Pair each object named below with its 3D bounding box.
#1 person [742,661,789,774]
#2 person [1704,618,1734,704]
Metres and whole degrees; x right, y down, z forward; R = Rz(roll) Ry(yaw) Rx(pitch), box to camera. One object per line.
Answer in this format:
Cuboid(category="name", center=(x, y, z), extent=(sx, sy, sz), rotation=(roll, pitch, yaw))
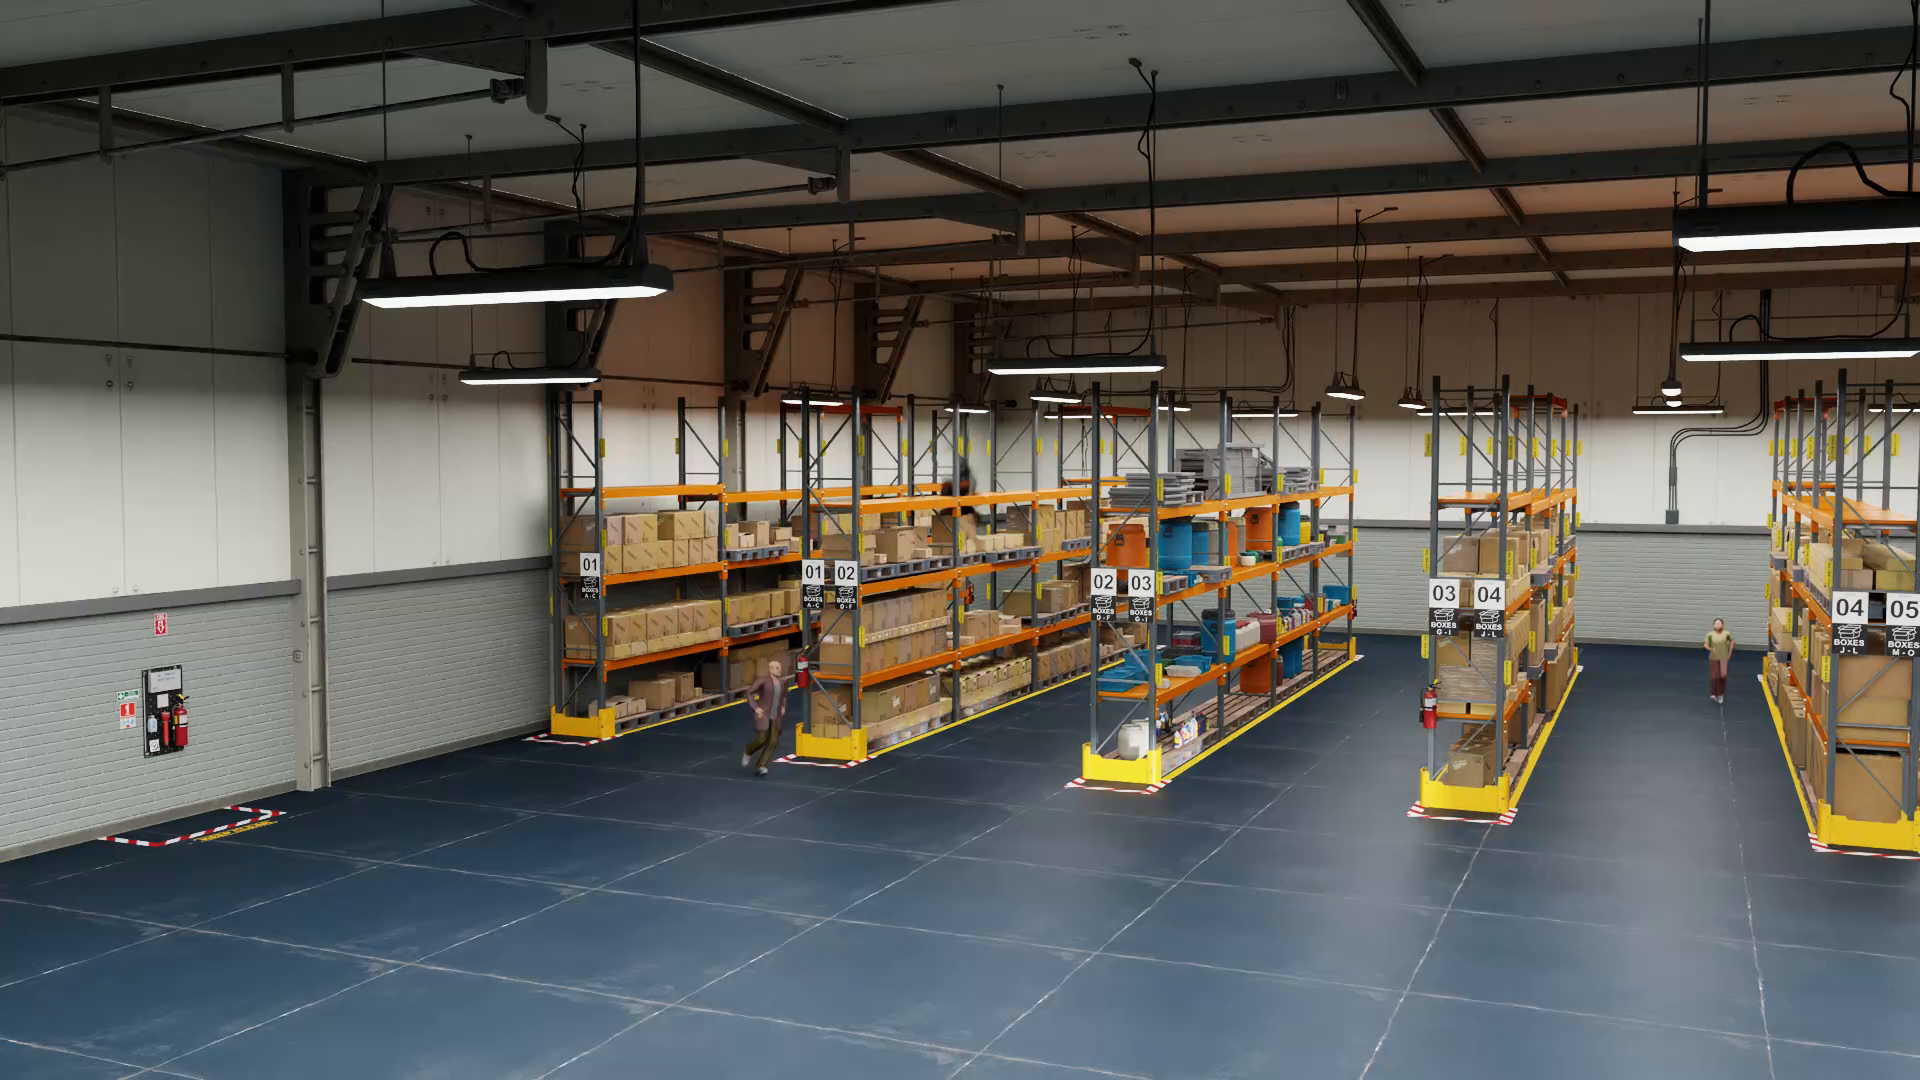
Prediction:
Cuboid(category="person", center=(-2.975, 2.730, 25.819), extent=(0.754, 1.696, 0.686), rotation=(-3, 4, -39))
Cuboid(category="person", center=(14.925, 2.372, 32.723), extent=(0.534, 1.686, 0.702), rotation=(2, 4, 26))
